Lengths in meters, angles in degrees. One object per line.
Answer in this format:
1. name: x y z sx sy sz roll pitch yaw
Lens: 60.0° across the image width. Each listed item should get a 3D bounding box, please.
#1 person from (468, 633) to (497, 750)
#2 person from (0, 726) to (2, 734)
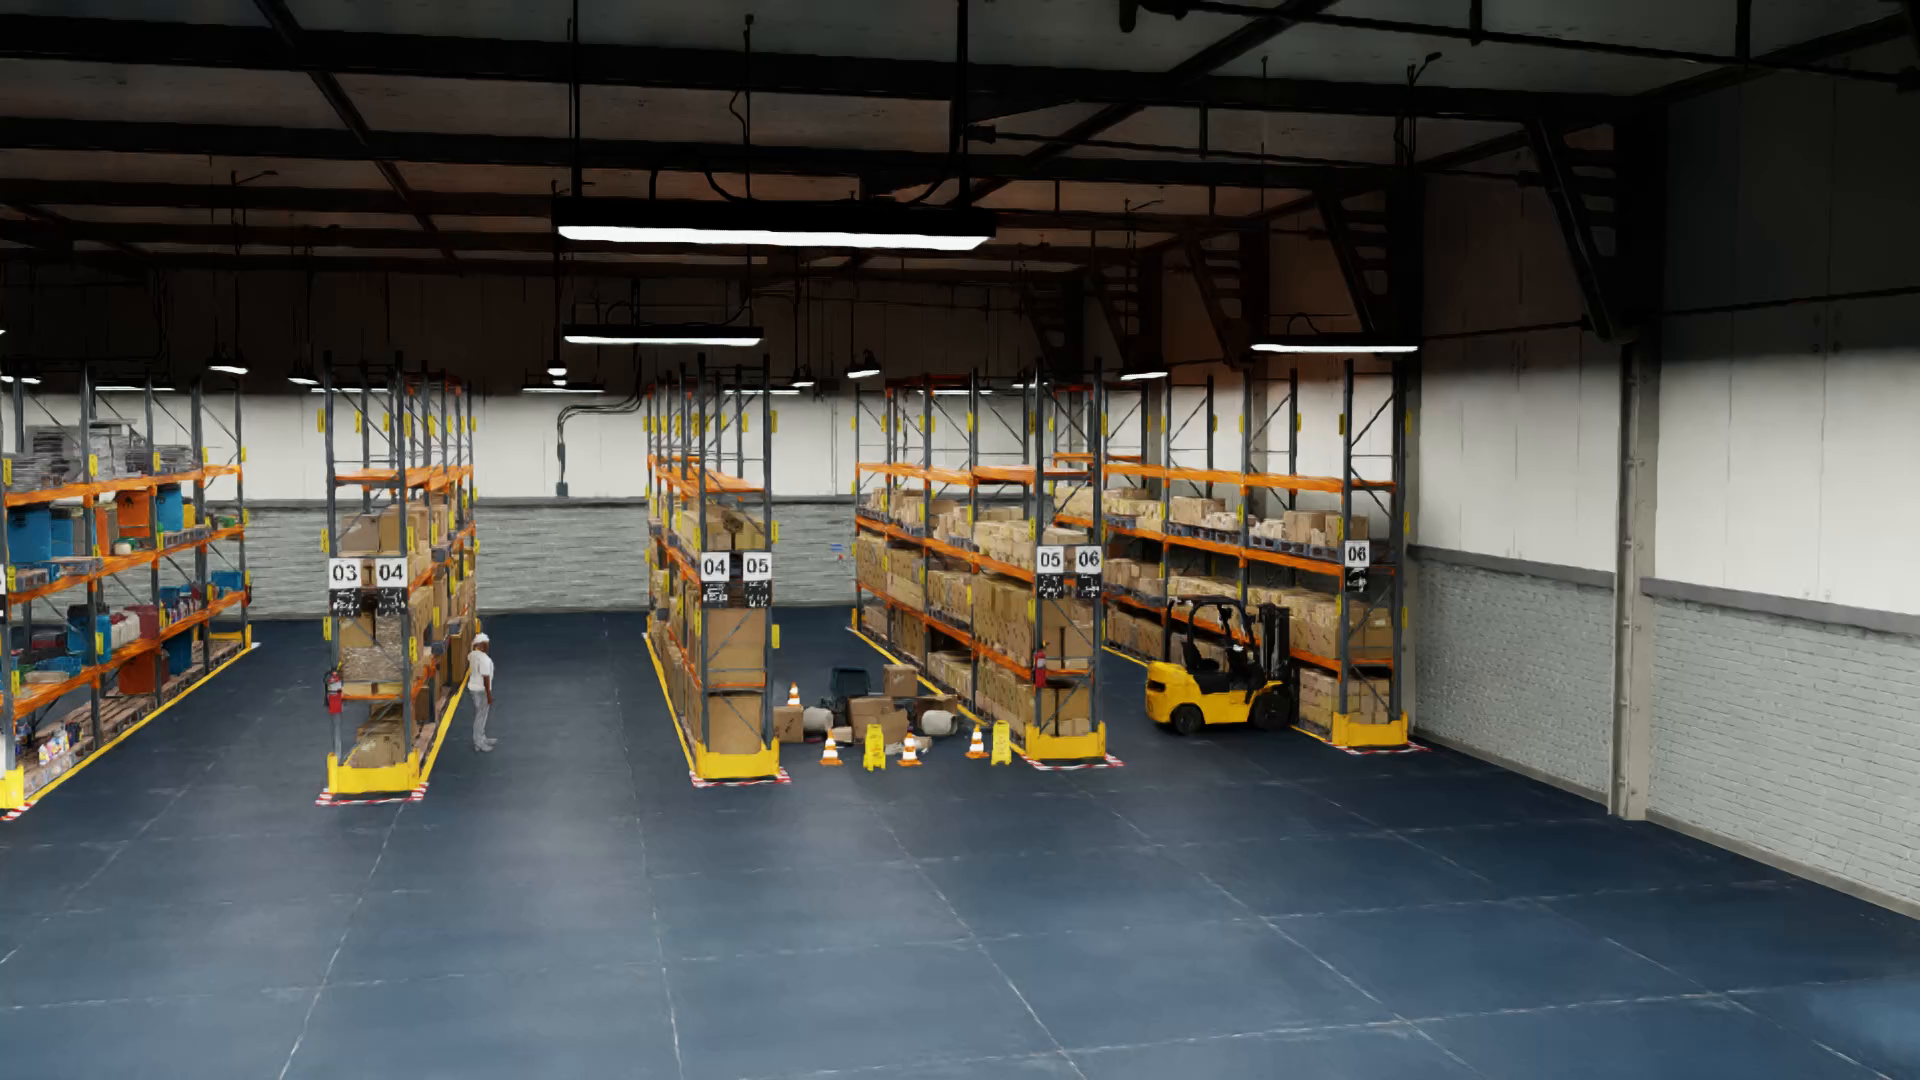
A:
1. person: -7.333 2.315 25.649 0.464 1.772 0.645 -3 5 -35
2. person: -15.202 2.348 25.701 0.564 1.724 0.942 0 4 3
